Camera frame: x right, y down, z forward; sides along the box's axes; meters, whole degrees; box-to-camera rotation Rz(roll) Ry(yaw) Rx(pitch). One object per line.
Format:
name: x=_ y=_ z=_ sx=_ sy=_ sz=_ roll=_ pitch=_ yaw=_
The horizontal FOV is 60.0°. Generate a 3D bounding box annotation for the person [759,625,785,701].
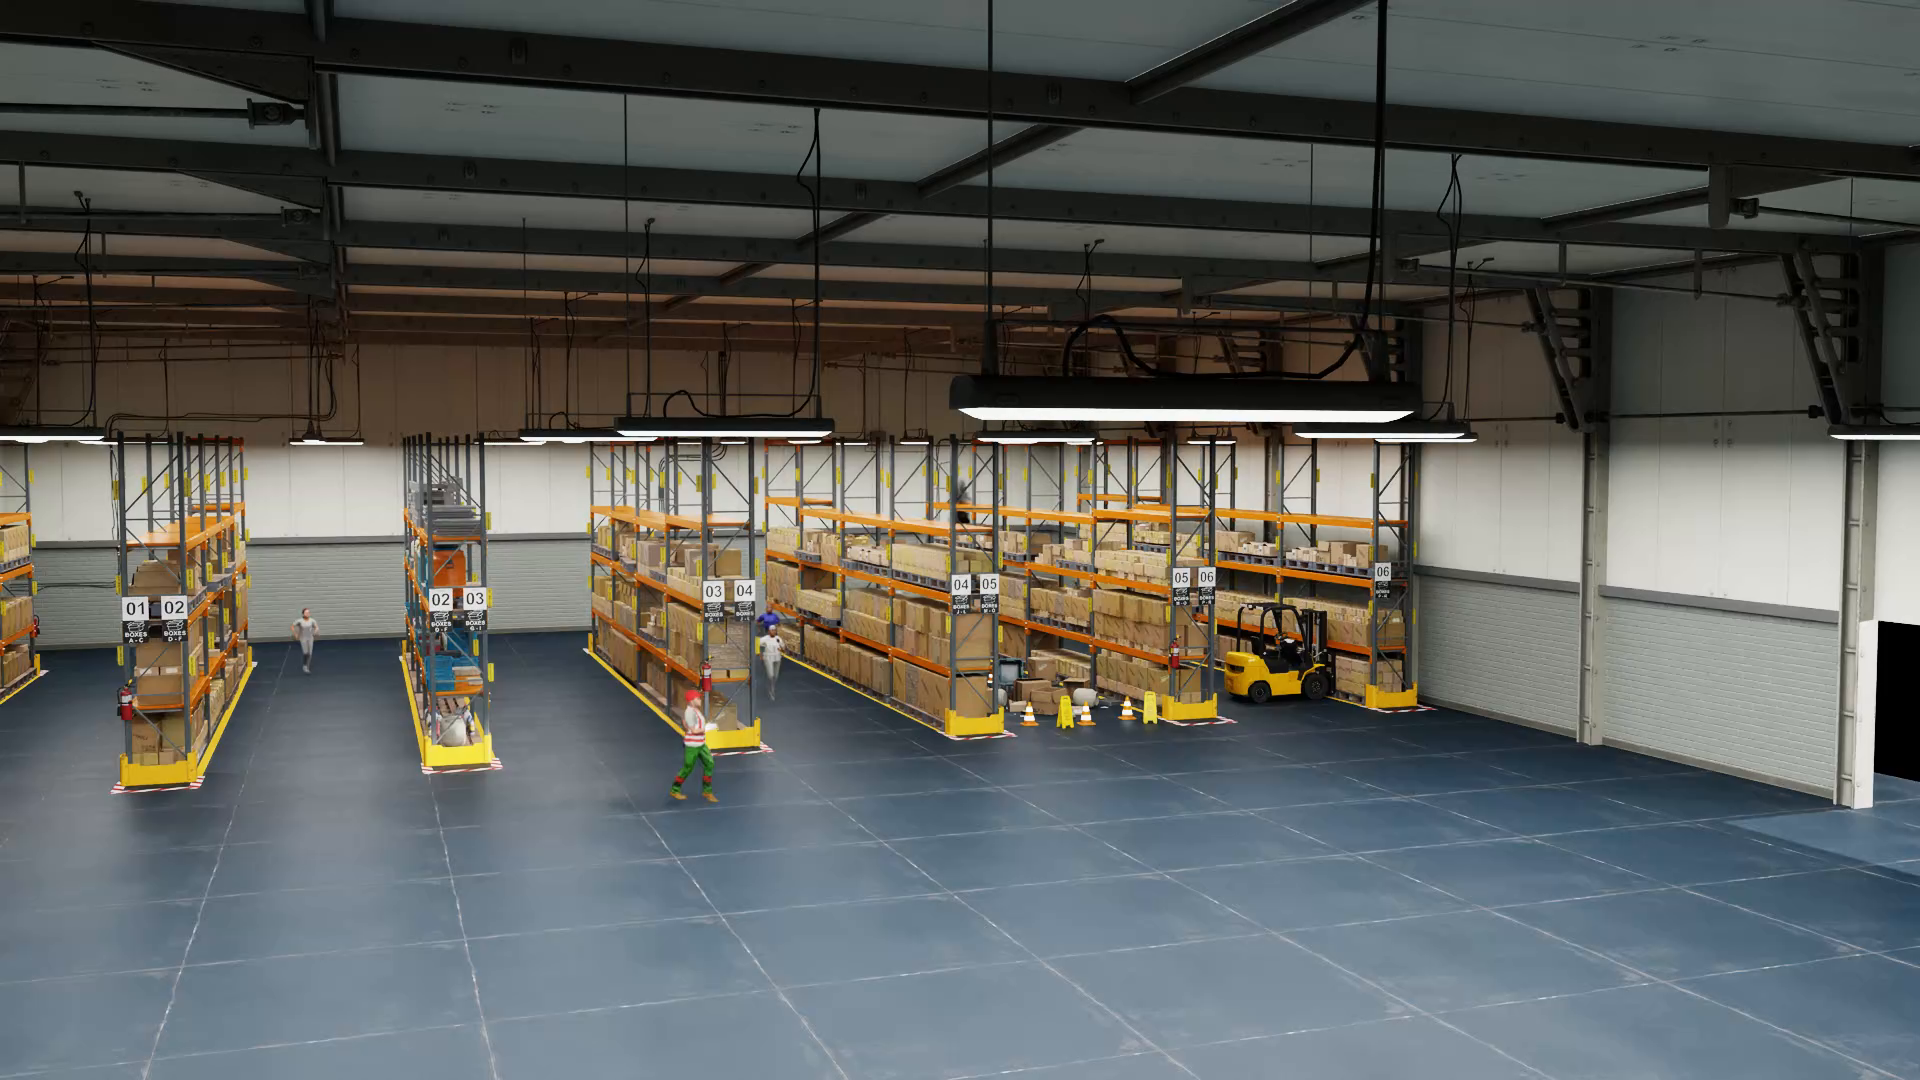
person: x=-4.286 y=2.794 z=37.889 sx=0.580 sy=1.728 sz=0.741 roll=-2 pitch=4 yaw=-30

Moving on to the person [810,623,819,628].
person: x=-4.225 y=2.124 z=50.081 sx=0.693 sy=1.691 sz=0.576 roll=-1 pitch=3 yaw=-14

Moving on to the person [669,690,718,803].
person: x=-4.281 y=3.335 z=26.780 sx=0.799 sy=1.845 sz=0.648 roll=0 pitch=3 yaw=8

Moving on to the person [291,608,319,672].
person: x=-16.600 y=2.562 z=42.253 sx=0.625 sy=1.644 sz=0.637 roll=-2 pitch=4 yaw=-38

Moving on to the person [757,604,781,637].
person: x=-4.934 y=2.488 z=43.088 sx=0.566 sy=1.670 sz=0.909 roll=-1 pitch=3 yaw=-20
